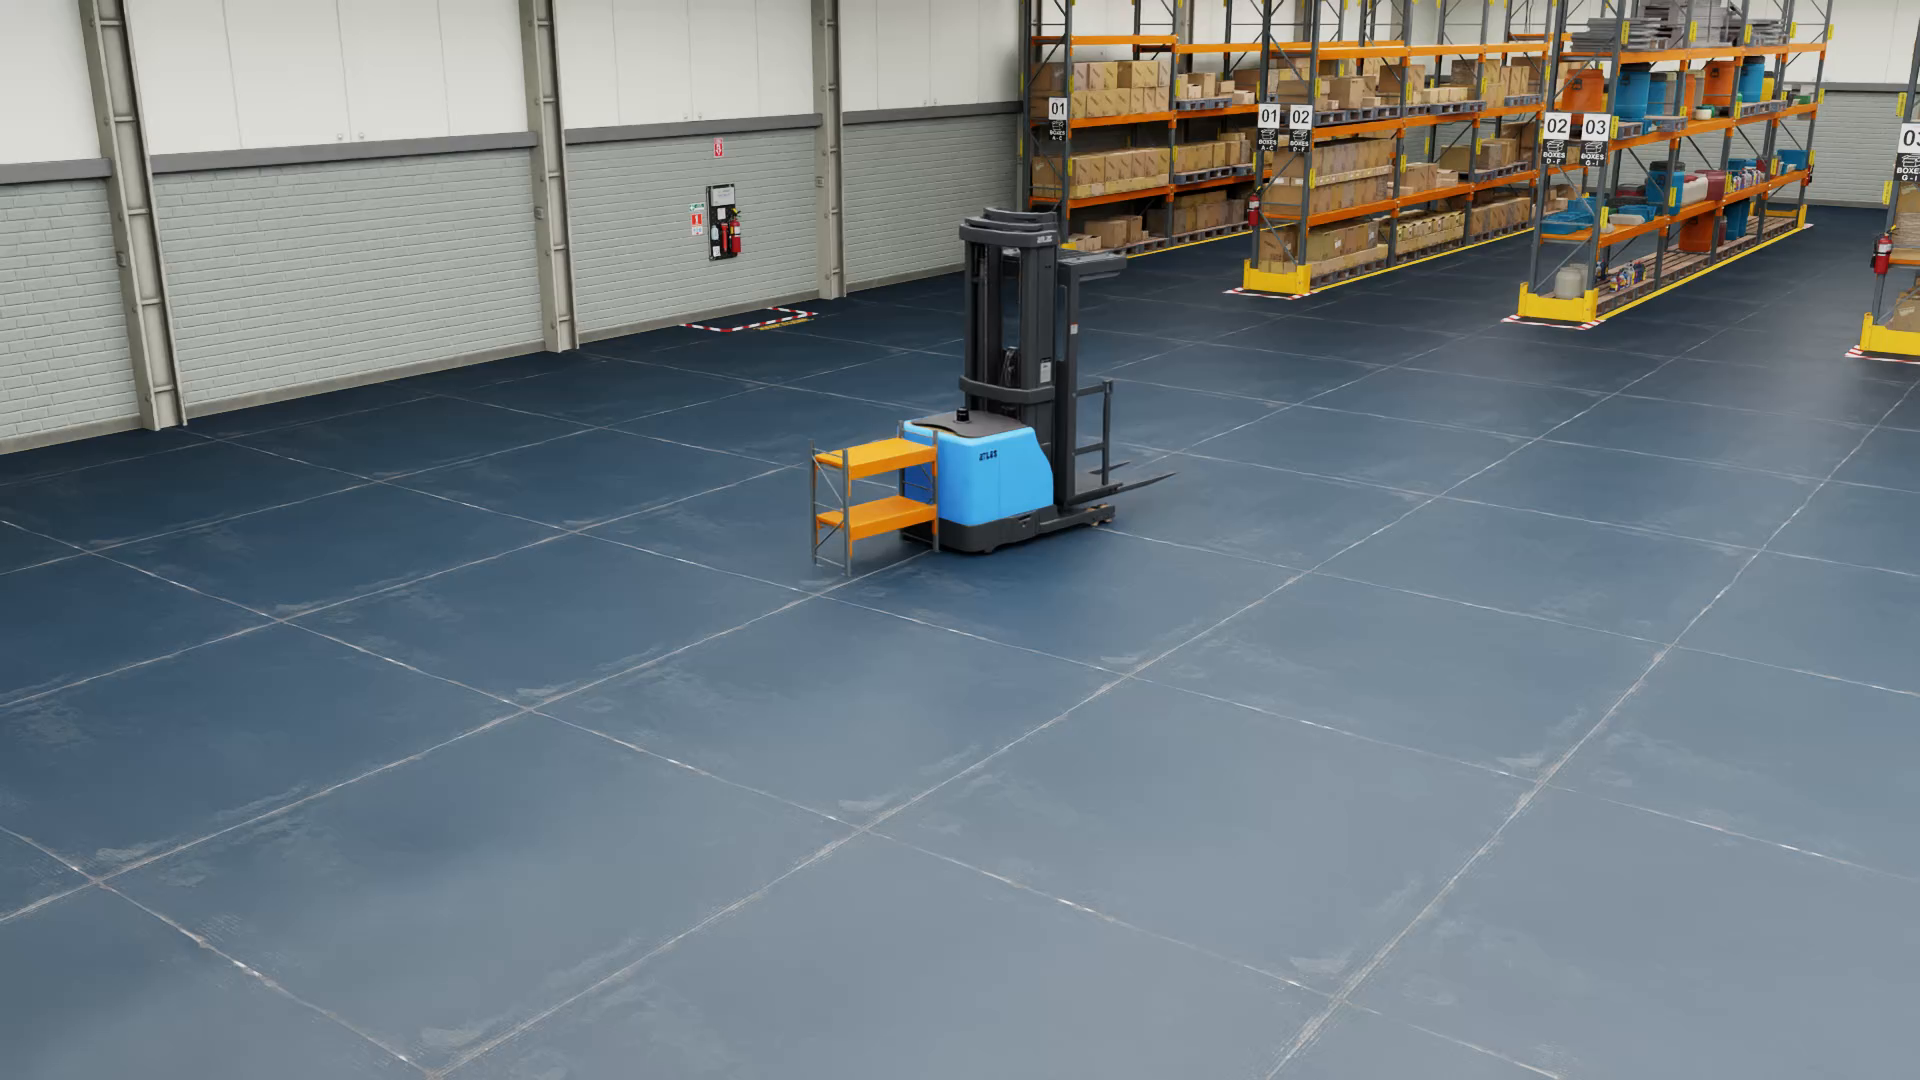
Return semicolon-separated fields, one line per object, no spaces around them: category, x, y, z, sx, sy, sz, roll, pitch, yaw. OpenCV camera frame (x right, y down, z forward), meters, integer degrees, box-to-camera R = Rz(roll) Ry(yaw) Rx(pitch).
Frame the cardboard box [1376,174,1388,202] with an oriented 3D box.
cardboard box;7.745;-6.762;31.799;0.700;0.500;0.500;12;21;33

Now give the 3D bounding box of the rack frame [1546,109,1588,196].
rack frame;15.155;-9.679;41.361;1.000;3.000;0.127;12;21;35

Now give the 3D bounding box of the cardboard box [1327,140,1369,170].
cardboard box;7.146;-7.142;30.834;0.700;0.500;0.500;12;21;35

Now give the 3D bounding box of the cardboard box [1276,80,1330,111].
cardboard box;5.967;-7.754;28.985;0.797;0.503;0.637;14;22;38

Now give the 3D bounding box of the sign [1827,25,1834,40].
sign;19.582;-11.421;37.397;0.100;0.325;0.005;12;21;35

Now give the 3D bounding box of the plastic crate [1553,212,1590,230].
plastic crate;10.047;-5.247;27.339;0.499;0.251;0.408;12;21;35

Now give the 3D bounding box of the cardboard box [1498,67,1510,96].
cardboard box;11.619;-10.030;36.388;0.600;0.600;0.600;11;21;33

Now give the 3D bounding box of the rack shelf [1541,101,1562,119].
rack shelf;13.963;-10.292;39.489;1.077;0.370;4.000;12;21;35

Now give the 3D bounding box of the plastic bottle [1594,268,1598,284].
plastic bottle;10.934;-4.569;28.756;0.152;0.276;0.135;12;21;35

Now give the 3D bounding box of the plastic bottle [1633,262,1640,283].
plastic bottle;11.714;-4.640;28.859;0.144;0.351;0.185;11;20;32

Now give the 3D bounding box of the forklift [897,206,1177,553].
forklift;0.840;-1.632;15.562;3.031;2.935;1.130;-15;23;-41

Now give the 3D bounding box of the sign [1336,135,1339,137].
sign;9.232;-10.023;40.648;0.100;0.325;0.005;12;21;35

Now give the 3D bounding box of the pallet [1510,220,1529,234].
pallet;12.317;-7.194;38.062;1.003;0.211;1.213;12;21;35

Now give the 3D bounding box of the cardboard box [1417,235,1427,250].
cardboard box;9.056;-6.006;33.462;0.500;0.250;0.500;12;21;33

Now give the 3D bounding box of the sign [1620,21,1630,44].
sign;10.036;-7.659;25.093;0.100;0.325;0.005;12;21;35

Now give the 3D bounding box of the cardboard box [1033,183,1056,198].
cardboard box;1.763;-6.826;32.394;0.500;0.250;0.500;13;21;35

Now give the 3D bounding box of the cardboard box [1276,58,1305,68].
cardboard box;7.844;-11.329;39.441;0.500;0.250;0.500;12;21;33

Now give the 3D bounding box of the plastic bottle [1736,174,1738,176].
plastic bottle;15.924;-7.361;34.113;0.097;0.271;0.097;0;17;0

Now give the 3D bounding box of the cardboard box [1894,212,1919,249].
cardboard box;13.925;-4.433;23.797;0.875;0.500;0.500;12;21;35

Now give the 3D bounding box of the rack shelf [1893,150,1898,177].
rack shelf;14.766;-5.682;24.646;1.077;0.370;4.000;12;21;35

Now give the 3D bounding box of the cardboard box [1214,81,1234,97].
cardboard box;5.561;-9.847;36.637;0.797;0.503;0.637;16;24;42

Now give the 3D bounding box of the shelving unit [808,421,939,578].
shelving unit;-0.744;-0.374;14.558;1.048;1.125;0.538;-15;23;-41

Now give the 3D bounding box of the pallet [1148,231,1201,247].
pallet;4.487;-6.550;35.985;1.003;0.211;1.213;12;21;35

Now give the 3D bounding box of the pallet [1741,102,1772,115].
pallet;15.685;-8.718;33.527;1.003;0.211;1.213;12;21;35

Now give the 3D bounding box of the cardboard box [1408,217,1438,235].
cardboard box;9.366;-6.397;33.775;0.500;0.311;0.500;13;22;36

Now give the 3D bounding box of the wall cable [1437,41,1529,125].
wall cable;14.831;-13.220;47.883;3.097;2.526;0.112;12;21;35

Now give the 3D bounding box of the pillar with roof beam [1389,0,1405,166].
pillar with roof beam;15.545;-13.454;43.401;9.100;9.000;0.400;12;21;35

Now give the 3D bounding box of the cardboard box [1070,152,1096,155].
cardboard box;2.363;-7.431;33.076;0.500;0.500;0.500;12;21;33

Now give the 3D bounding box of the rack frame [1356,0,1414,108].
rack frame;8.005;-9.686;31.268;1.000;3.000;0.127;12;21;35

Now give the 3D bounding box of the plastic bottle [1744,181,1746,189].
plastic bottle;15.988;-7.278;33.963;0.097;0.201;0.097;0;17;0

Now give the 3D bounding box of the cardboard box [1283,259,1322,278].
cardboard box;6.119;-4.844;29.720;0.500;0.250;0.500;12;21;35

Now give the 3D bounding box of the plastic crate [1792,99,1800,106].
plastic crate;18.099;-9.574;36.408;0.437;0.136;0.530;12;21;35

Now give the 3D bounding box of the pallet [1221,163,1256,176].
pallet;6.068;-8.368;37.463;1.213;0.211;1.003;12;21;35

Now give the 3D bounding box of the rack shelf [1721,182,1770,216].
rack shelf;15.555;-7.031;34.045;1.077;0.370;4.000;12;21;35

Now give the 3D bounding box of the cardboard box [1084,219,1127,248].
cardboard box;2.942;-6.210;33.662;0.700;0.500;0.500;11;20;31

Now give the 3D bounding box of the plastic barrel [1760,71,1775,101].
plastic barrel;16.366;-9.320;34.121;0.600;0.588;0.600;0;17;0

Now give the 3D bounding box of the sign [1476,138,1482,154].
sign;10.836;-8.230;34.741;0.100;0.325;0.005;12;21;35

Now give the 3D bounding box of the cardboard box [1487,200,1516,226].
cardboard box;12.107;-7.339;37.299;0.500;0.500;0.500;13;21;35

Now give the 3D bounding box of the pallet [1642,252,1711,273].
pallet;13.871;-5.388;32.246;1.003;0.211;1.213;12;21;35

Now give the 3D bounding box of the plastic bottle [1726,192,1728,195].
plastic bottle;15.114;-6.958;32.795;0.061;0.283;0.133;12;21;35

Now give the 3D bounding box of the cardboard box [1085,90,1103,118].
cardboard box;2.389;-8.390;31.949;0.500;0.500;0.500;14;22;38

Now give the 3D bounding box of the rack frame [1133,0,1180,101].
rack frame;4.024;-10.561;34.084;1.000;3.000;0.127;12;21;35

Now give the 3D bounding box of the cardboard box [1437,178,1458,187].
cardboard box;10.074;-7.391;34.416;0.380;0.149;0.250;12;21;35

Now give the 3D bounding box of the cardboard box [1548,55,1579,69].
cardboard box;14.284;-11.270;39.570;0.700;0.500;0.500;12;21;35

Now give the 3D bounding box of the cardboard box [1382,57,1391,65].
cardboard box;10.650;-12.181;42.472;0.500;0.500;0.500;13;22;36

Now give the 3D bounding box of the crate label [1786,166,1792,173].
crate label;18.459;-8.343;37.400;0.396;0.136;0.243;12;21;35

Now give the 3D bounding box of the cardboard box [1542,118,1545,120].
cardboard box;14.373;-10.020;40.603;0.500;0.500;0.500;13;21;35

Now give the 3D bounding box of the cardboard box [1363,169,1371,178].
cardboard box;7.407;-6.834;30.937;0.380;0.149;0.250;12;21;34

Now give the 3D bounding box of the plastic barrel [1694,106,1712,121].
plastic barrel;13.793;-7.920;30.872;0.301;0.262;0.301;0;17;0

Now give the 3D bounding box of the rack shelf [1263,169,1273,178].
rack shelf;7.599;-8.781;39.682;1.077;0.370;4.000;12;21;35

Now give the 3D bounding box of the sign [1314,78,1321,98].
sign;6.063;-7.657;28.183;0.100;0.325;0.005;12;21;35

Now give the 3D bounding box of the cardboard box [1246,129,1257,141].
cardboard box;6.902;-9.275;38.092;0.500;0.250;0.500;13;22;36

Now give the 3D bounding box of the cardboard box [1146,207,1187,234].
cardboard box;4.449;-6.890;35.853;0.700;0.500;0.500;13;22;37
